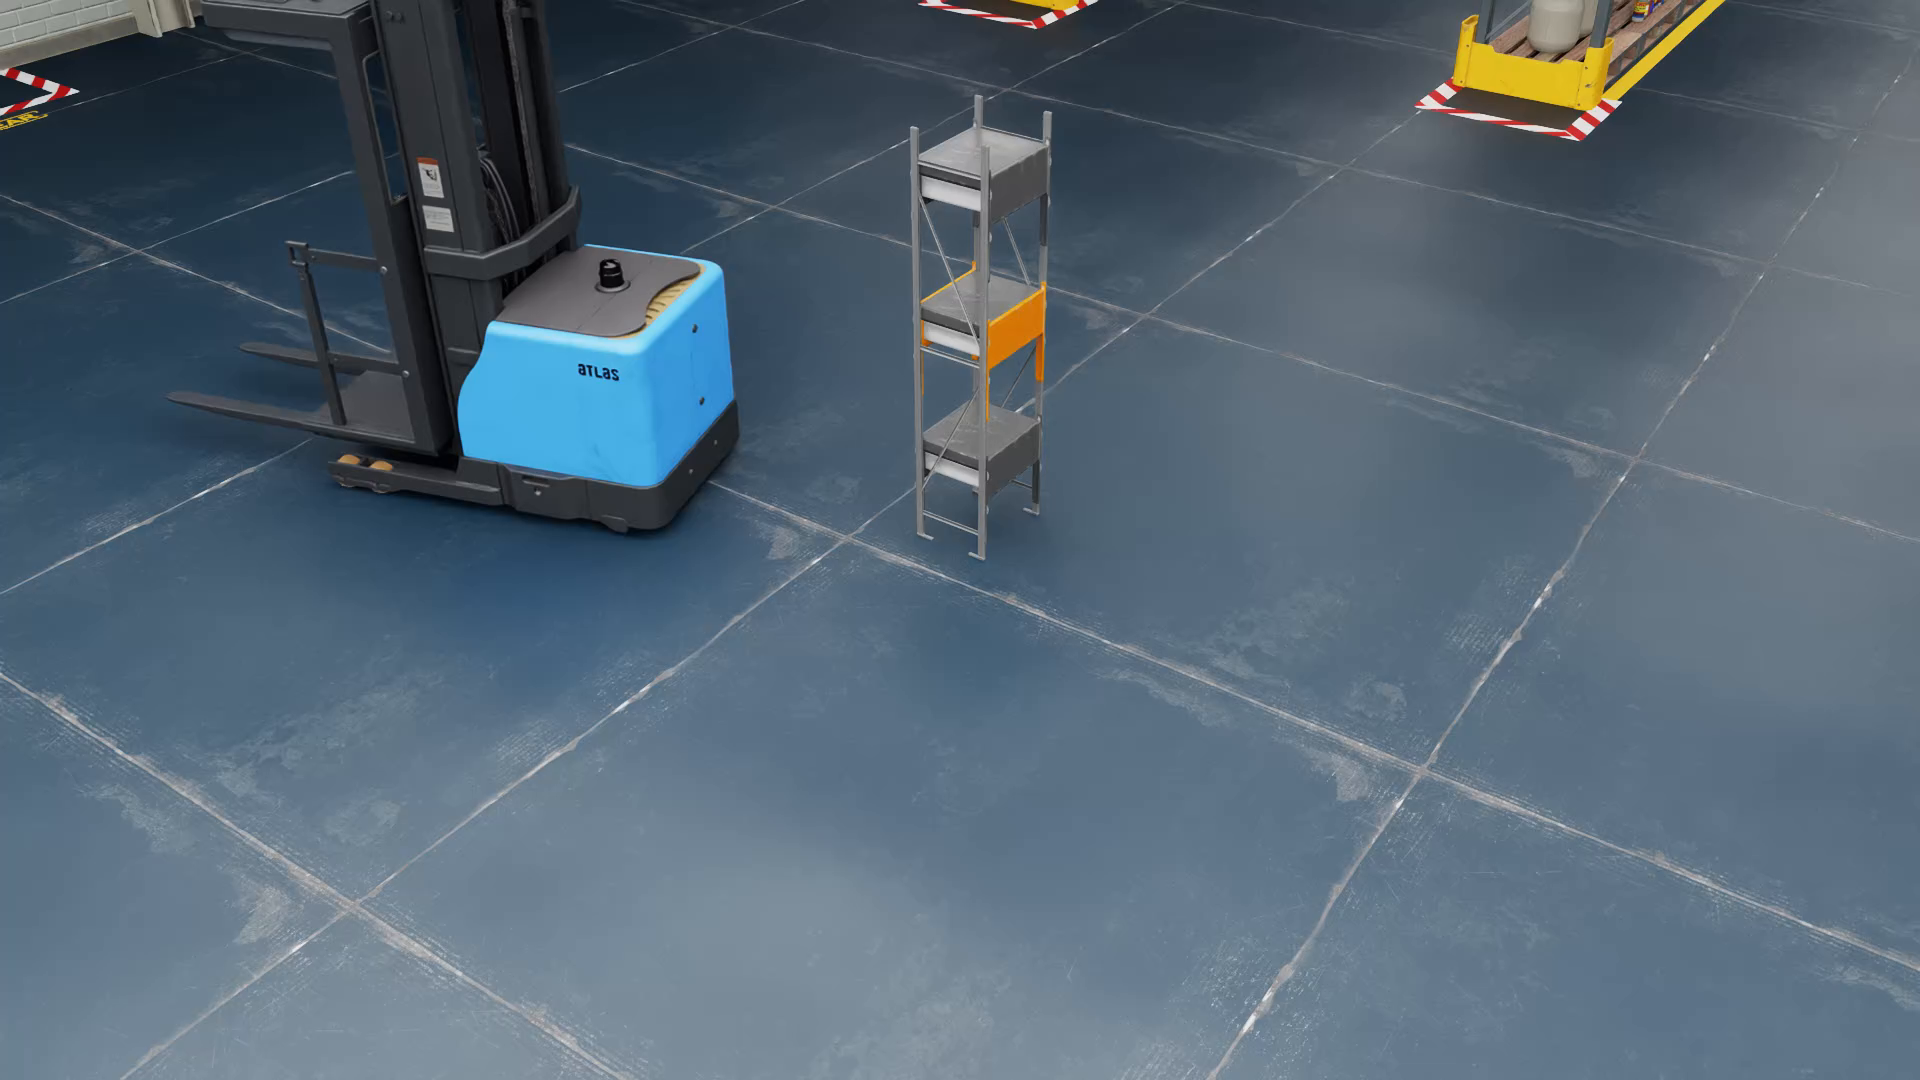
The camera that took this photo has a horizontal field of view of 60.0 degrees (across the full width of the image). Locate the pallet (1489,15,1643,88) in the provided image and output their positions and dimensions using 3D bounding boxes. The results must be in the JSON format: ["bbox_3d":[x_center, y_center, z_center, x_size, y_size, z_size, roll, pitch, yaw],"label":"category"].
[{"bbox_3d":[5.130,-4.155,14.206,1.003,0.211,1.213,21,39,28],"label":"pallet"}]

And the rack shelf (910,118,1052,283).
[{"bbox_3d":[0.094,-1.515,7.390,0.431,0.518,0.480,21,39,28],"label":"rack shelf"}]

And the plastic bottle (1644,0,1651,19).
[{"bbox_3d":[6.007,-4.693,14.618,0.097,0.201,0.097,0,34,0],"label":"plastic bottle"}]

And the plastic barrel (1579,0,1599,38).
[{"bbox_3d":[5.256,-4.589,14.205,0.421,0.512,0.421,0,34,0],"label":"plastic barrel"}]

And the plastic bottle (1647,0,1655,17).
[{"bbox_3d":[6.092,-4.778,14.670,0.061,0.283,0.133,22,40,29],"label":"plastic bottle"}]

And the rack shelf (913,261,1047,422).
[{"bbox_3d":[0.094,-0.935,7.782,0.431,0.518,0.480,21,39,28],"label":"rack shelf"}]

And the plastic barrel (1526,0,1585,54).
[{"bbox_3d":[4.971,-4.359,13.863,0.421,0.512,0.421,0,34,0],"label":"plastic barrel"}]

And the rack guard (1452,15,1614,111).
[{"bbox_3d":[4.663,-3.902,13.574,1.175,0.500,0.348,21,39,28],"label":"rack guard"}]

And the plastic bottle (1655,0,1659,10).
[{"bbox_3d":[6.200,-4.879,14.829,0.097,0.271,0.097,0,34,0],"label":"plastic bottle"}]

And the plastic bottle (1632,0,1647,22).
[{"bbox_3d":[5.948,-4.675,14.528,0.097,0.271,0.097,0,34,0],"label":"plastic bottle"}]

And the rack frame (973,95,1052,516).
[{"bbox_3d":[0.234,-1.058,7.940,0.400,2.100,0.015,21,39,28],"label":"rack frame"}]

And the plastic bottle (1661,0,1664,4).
[{"bbox_3d":[6.316,-4.972,14.967,0.097,0.271,0.097,0,34,0],"label":"plastic bottle"}]

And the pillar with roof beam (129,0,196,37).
[{"bbox_3d":[-3.677,-7.000,10.567,9.100,9.000,0.400,21,39,28],"label":"pillar with roof beam"}]

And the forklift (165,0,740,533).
[{"bbox_3d":[-2.758,-1.725,8.185,3.031,2.935,1.130,10,35,14],"label":"forklift"}]

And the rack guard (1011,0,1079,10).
[{"bbox_3d":[0.577,-5.425,15.826,1.175,0.500,0.348,21,39,28],"label":"rack guard"}]

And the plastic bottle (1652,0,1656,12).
[{"bbox_3d":[6.143,-4.833,14.761,0.097,0.271,0.097,0,34,0],"label":"plastic bottle"}]

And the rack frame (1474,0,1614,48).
[{"bbox_3d":[4.658,-4.888,12.800,1.000,3.000,0.127,21,39,28],"label":"rack frame"}]

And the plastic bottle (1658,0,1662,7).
[{"bbox_3d":[6.257,-4.895,14.916,0.097,0.201,0.097,0,34,0],"label":"plastic bottle"}]

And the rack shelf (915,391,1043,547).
[{"bbox_3d":[0.094,-0.355,8.174,0.431,0.518,0.480,21,39,28],"label":"rack shelf"}]

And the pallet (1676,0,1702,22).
[{"bbox_3d":[6.522,-5.278,15.866,1.003,0.211,1.213,21,39,28],"label":"pallet"}]

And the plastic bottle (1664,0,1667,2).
[{"bbox_3d":[6.374,-4.990,15.056,0.097,0.201,0.097,0,34,0],"label":"plastic bottle"}]

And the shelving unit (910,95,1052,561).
[{"bbox_3d":[0.094,-0.946,7.774,0.431,2.100,0.503,21,39,28],"label":"shelving unit"}]

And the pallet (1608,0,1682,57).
[{"bbox_3d":[5.827,-4.714,15.032,1.003,0.211,1.213,21,39,28],"label":"pallet"}]

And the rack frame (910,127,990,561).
[{"bbox_3d":[-0.045,-0.834,7.608,0.400,2.100,0.015,21,39,28],"label":"rack frame"}]
